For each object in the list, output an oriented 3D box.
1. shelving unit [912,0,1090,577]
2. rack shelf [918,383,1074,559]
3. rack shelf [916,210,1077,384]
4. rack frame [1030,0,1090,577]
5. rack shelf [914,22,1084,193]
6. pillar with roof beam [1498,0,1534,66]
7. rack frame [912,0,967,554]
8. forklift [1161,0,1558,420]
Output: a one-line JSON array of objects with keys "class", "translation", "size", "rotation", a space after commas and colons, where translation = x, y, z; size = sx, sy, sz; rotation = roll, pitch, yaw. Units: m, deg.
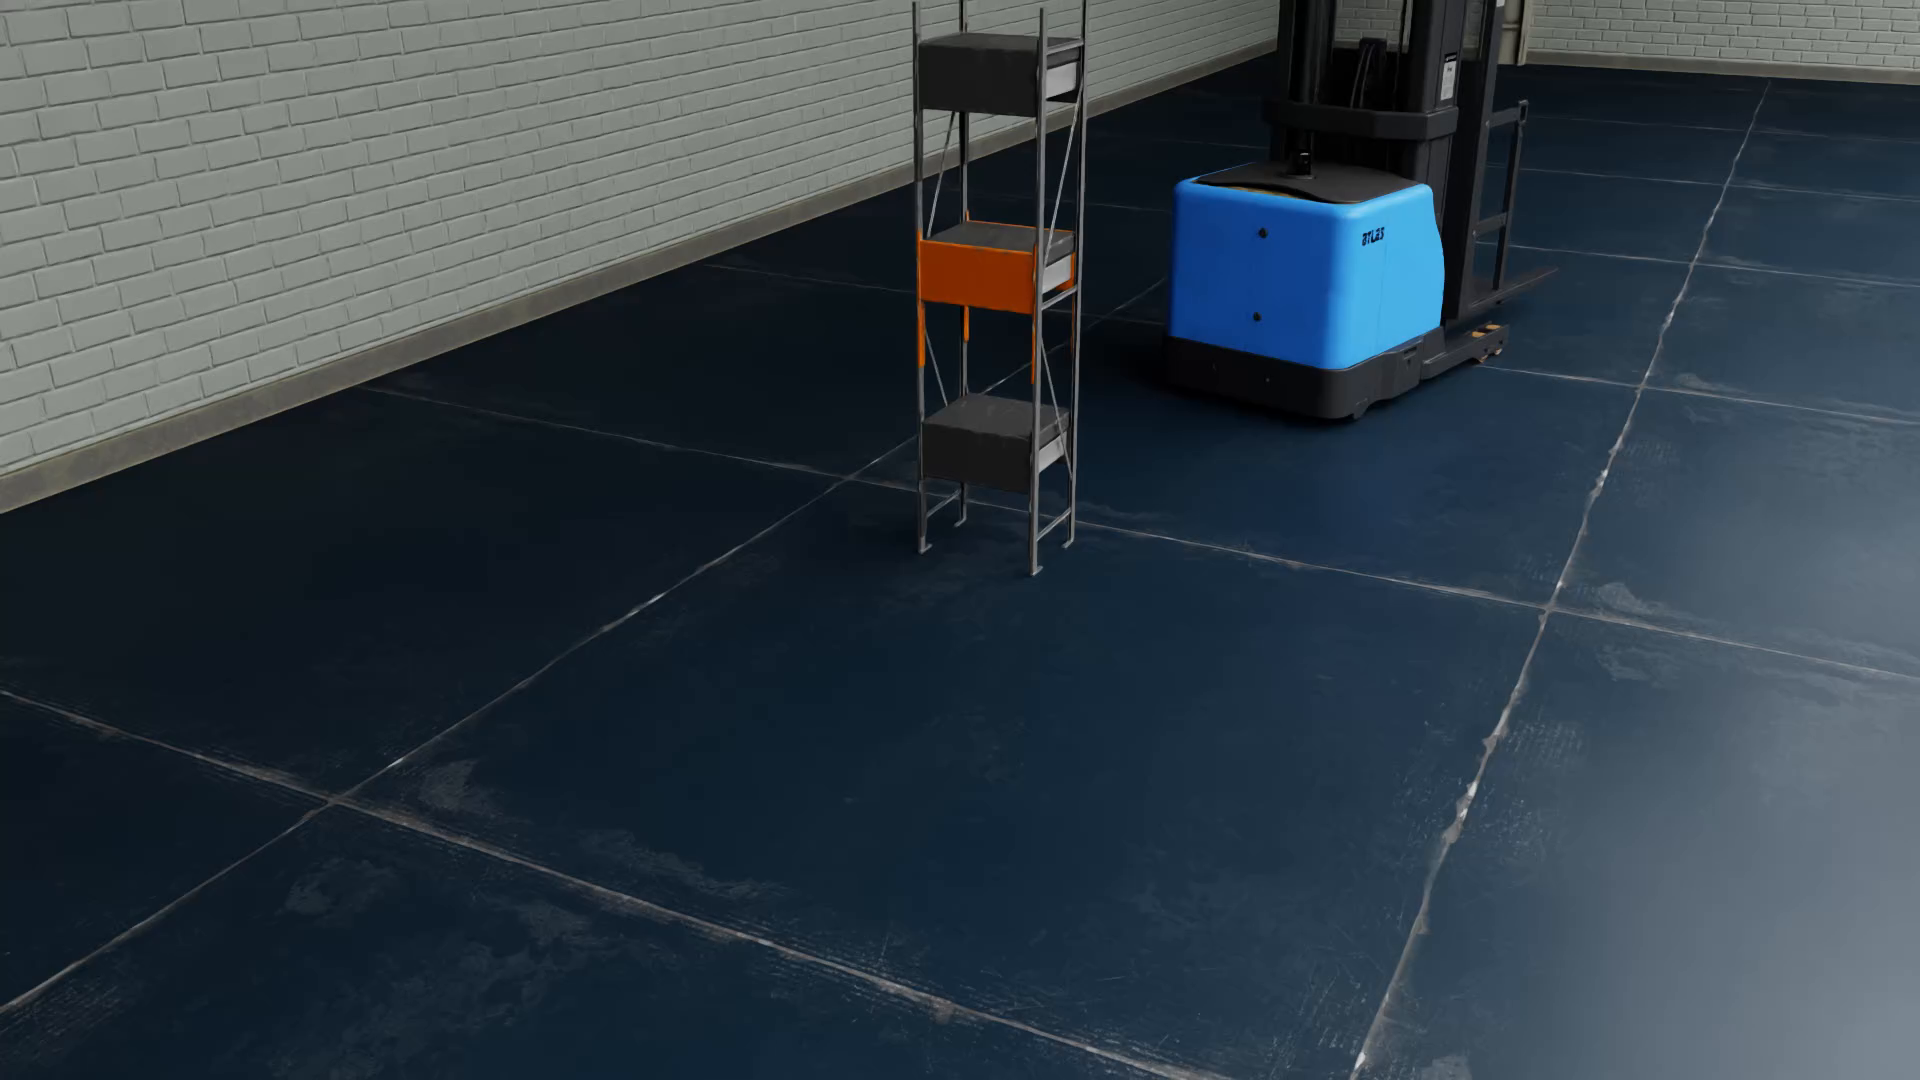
[{"class": "shelving unit", "translation": [0.148, -0.937, 6.270], "size": [0.503, 2.100, 0.431], "rotation": [11, 25, 25]}, {"class": "rack shelf", "translation": [0.148, -0.280, 6.550], "size": [0.480, 0.518, 0.431], "rotation": [11, 25, 25]}, {"class": "rack shelf", "translation": [0.148, -0.924, 6.276], "size": [0.480, 0.518, 0.431], "rotation": [11, 25, 25]}, {"class": "rack frame", "translation": [0.365, -0.894, 6.169], "size": [0.015, 2.100, 0.400], "rotation": [11, 25, 25]}, {"class": "rack shelf", "translation": [0.148, -1.569, 6.002], "size": [0.480, 0.518, 0.431], "rotation": [11, 25, 25]}, {"class": "pillar with roof beam", "translation": [4.861, -8.563, 15.388], "size": [0.400, 9.000, 9.100], "rotation": [11, 25, 25]}, {"class": "rack frame", "translation": [-0.070, -0.980, 6.372], "size": [0.015, 2.100, 0.400], "rotation": [11, 25, 25]}, {"class": "forklift", "translation": [2.371, -2.425, 8.707], "size": [1.130, 2.935, 3.031], "rotation": [19, 29, 37]}]
